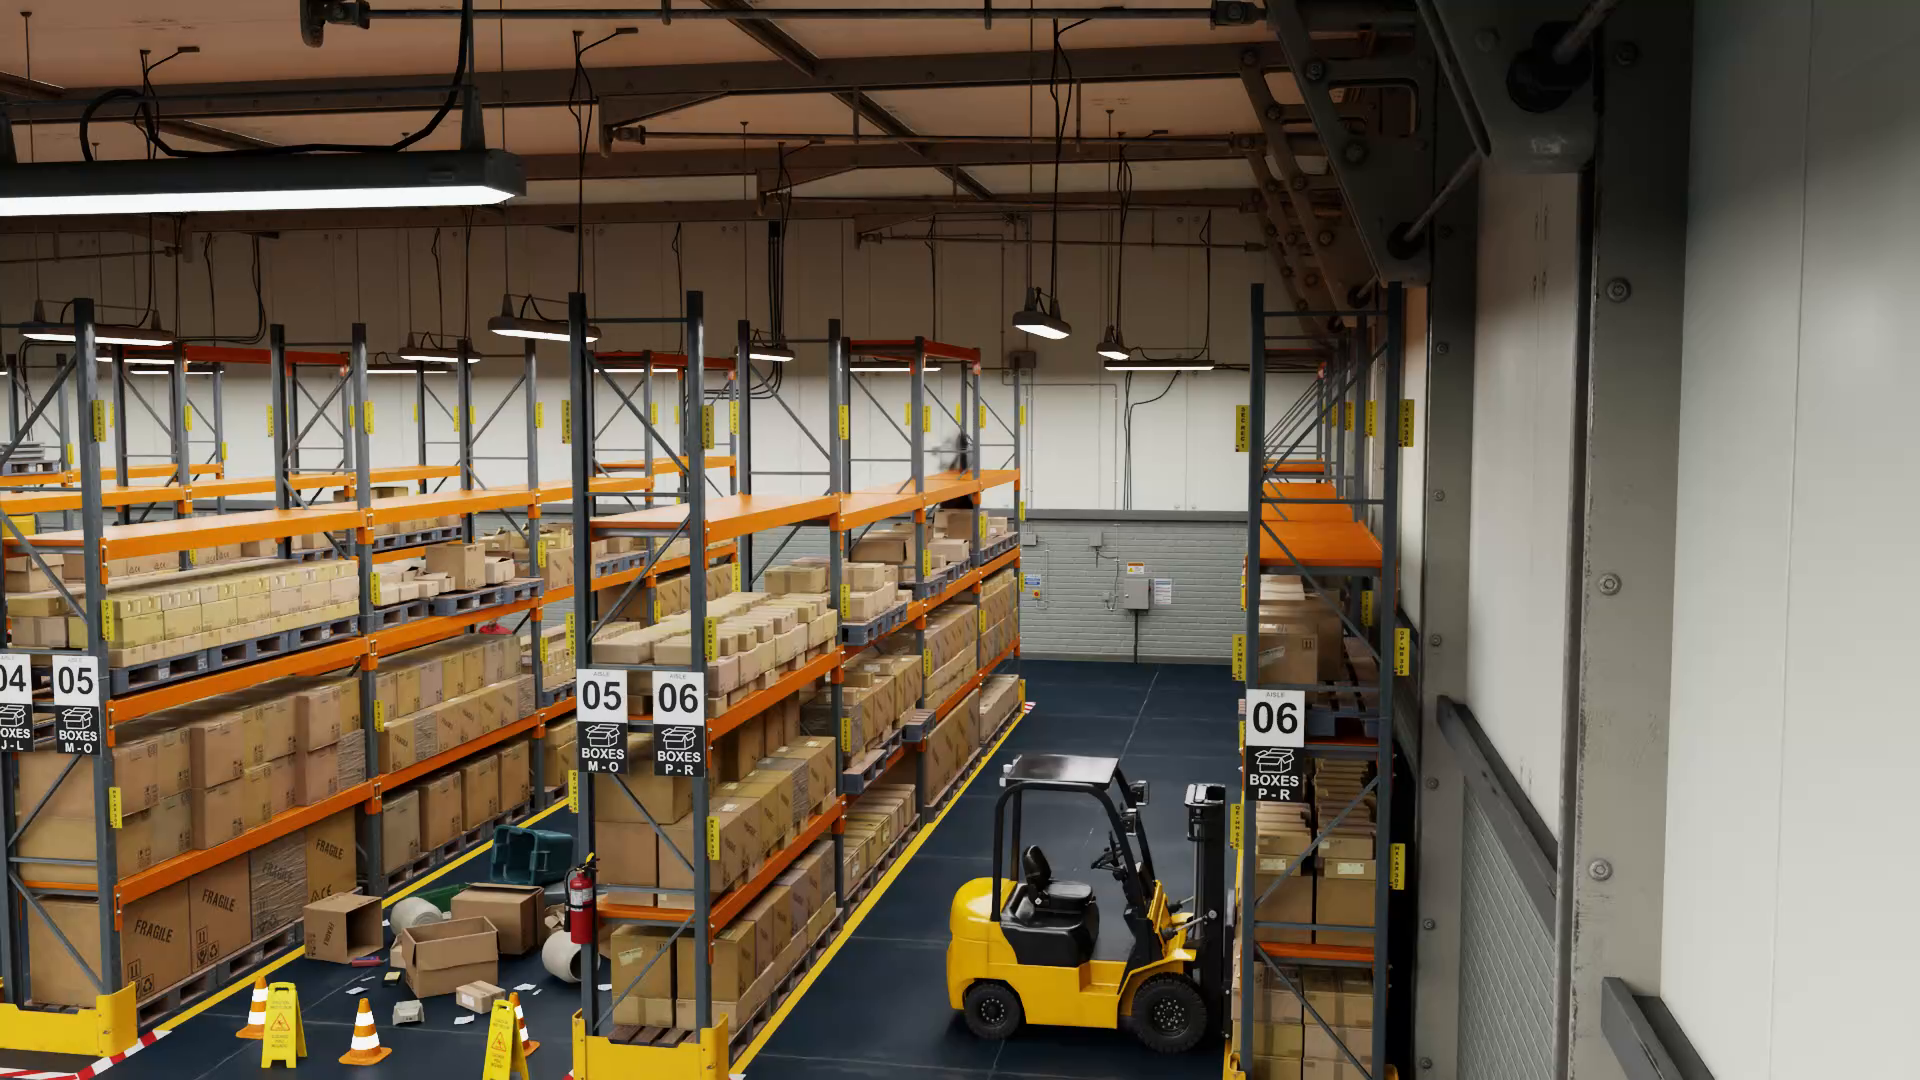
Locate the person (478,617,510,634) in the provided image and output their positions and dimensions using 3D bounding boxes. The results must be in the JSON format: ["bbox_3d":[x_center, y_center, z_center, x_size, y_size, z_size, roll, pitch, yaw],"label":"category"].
[{"bbox_3d":[-7.798,2.093,27.774,0.638,1.796,0.775,0,5,-2],"label":"person"}]
